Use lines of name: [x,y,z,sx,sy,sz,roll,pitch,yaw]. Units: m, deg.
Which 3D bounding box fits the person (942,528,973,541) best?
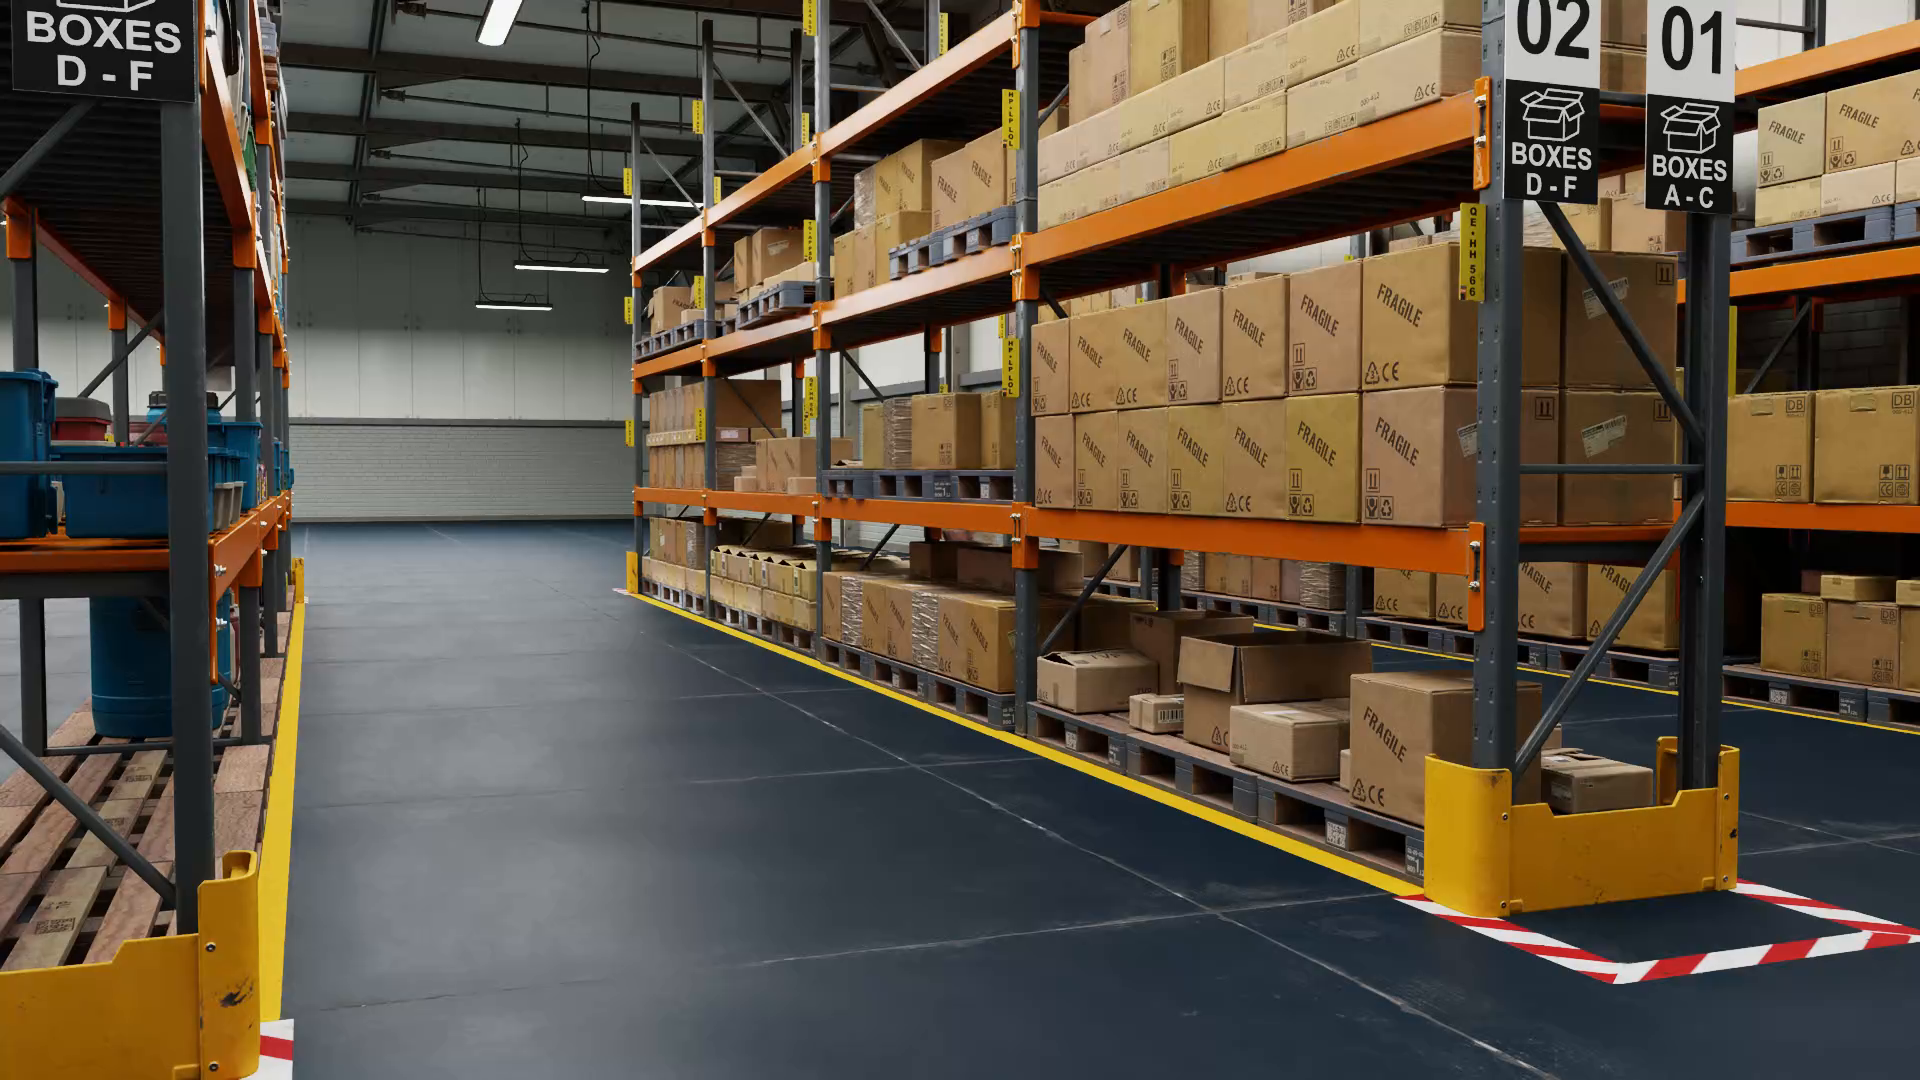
person: [0.000,-0.072,18.287,0.402,1.636,0.481,-1,3,-23]
